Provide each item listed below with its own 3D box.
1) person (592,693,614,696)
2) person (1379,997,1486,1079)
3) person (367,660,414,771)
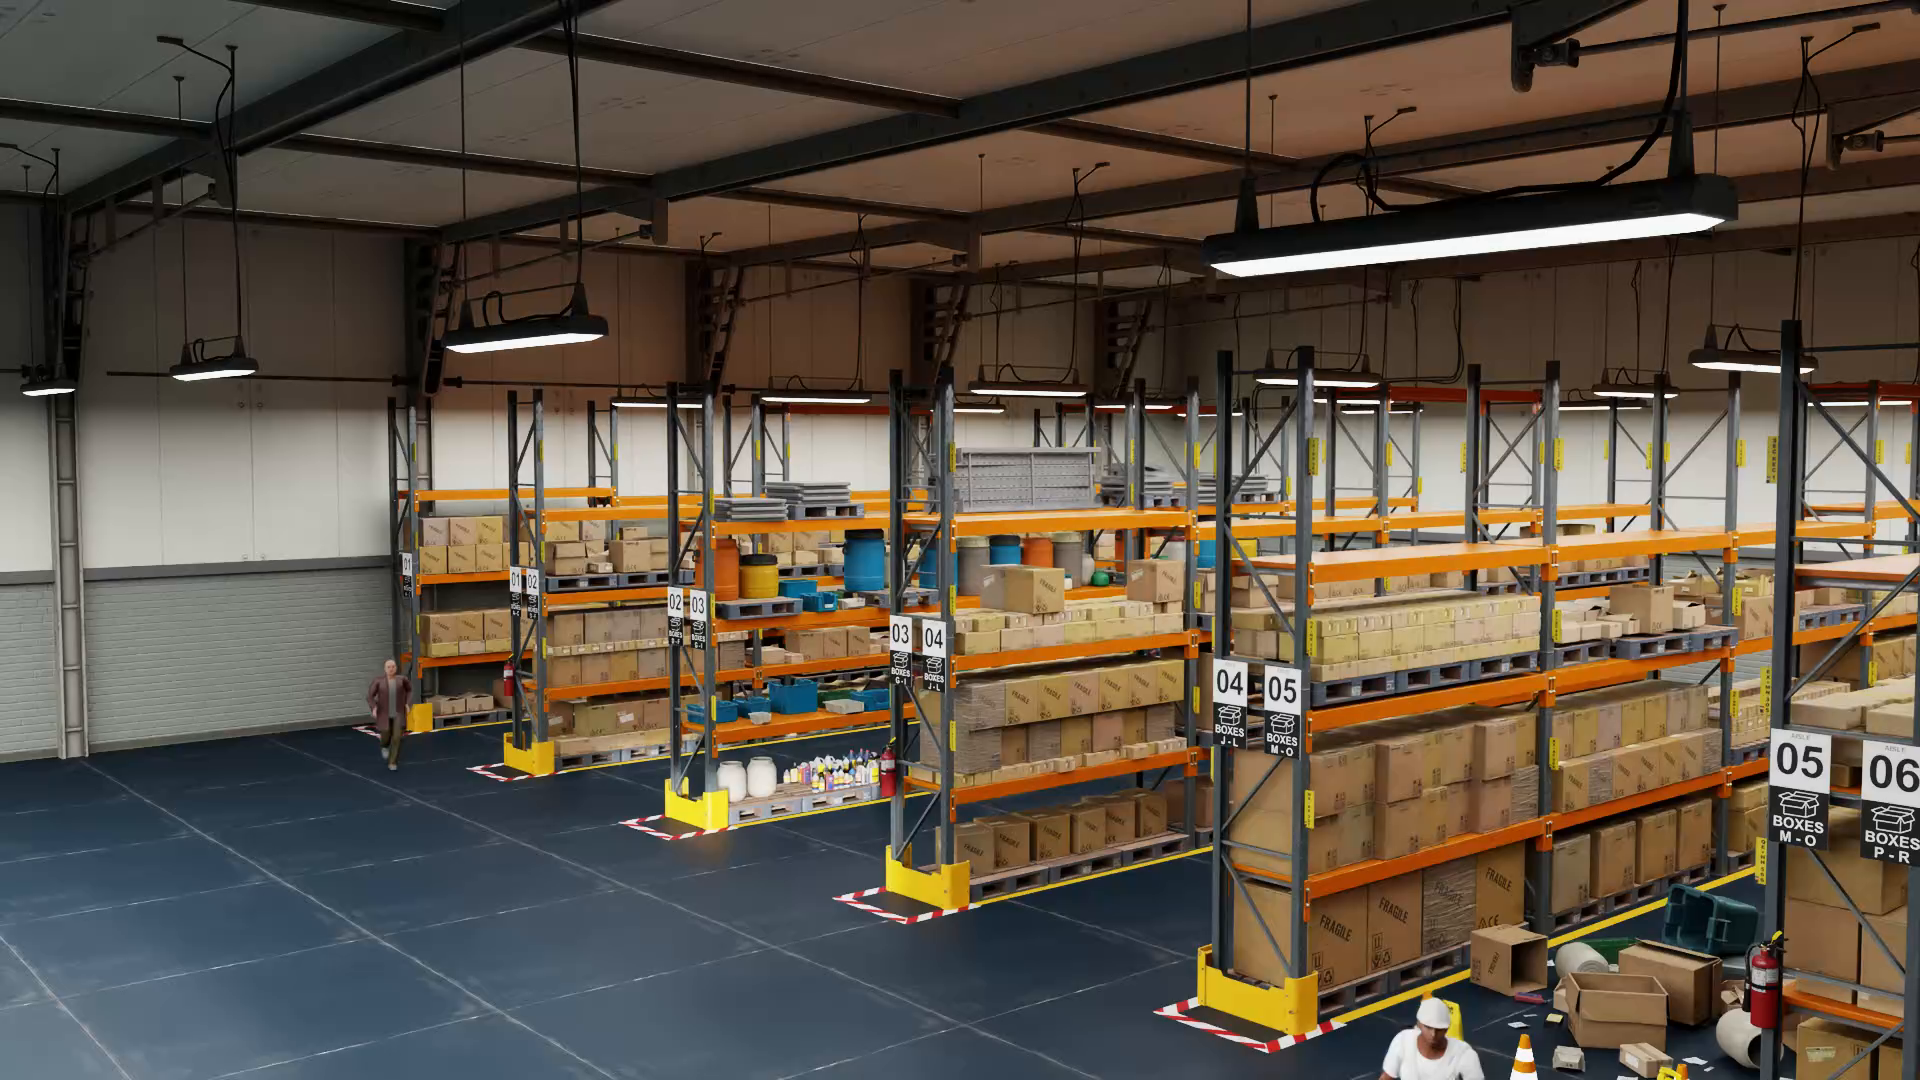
[{"bbox_3d":[-6.479,2.507,30.161,0.691,1.755,0.852,2,4,31],"label":"person"},{"bbox_3d":[3.052,3.704,10.619,0.763,1.702,0.861,2,4,30],"label":"person"},{"bbox_3d":[-9.030,2.765,26.381,0.717,1.735,0.813,-2,4,-25],"label":"person"}]
